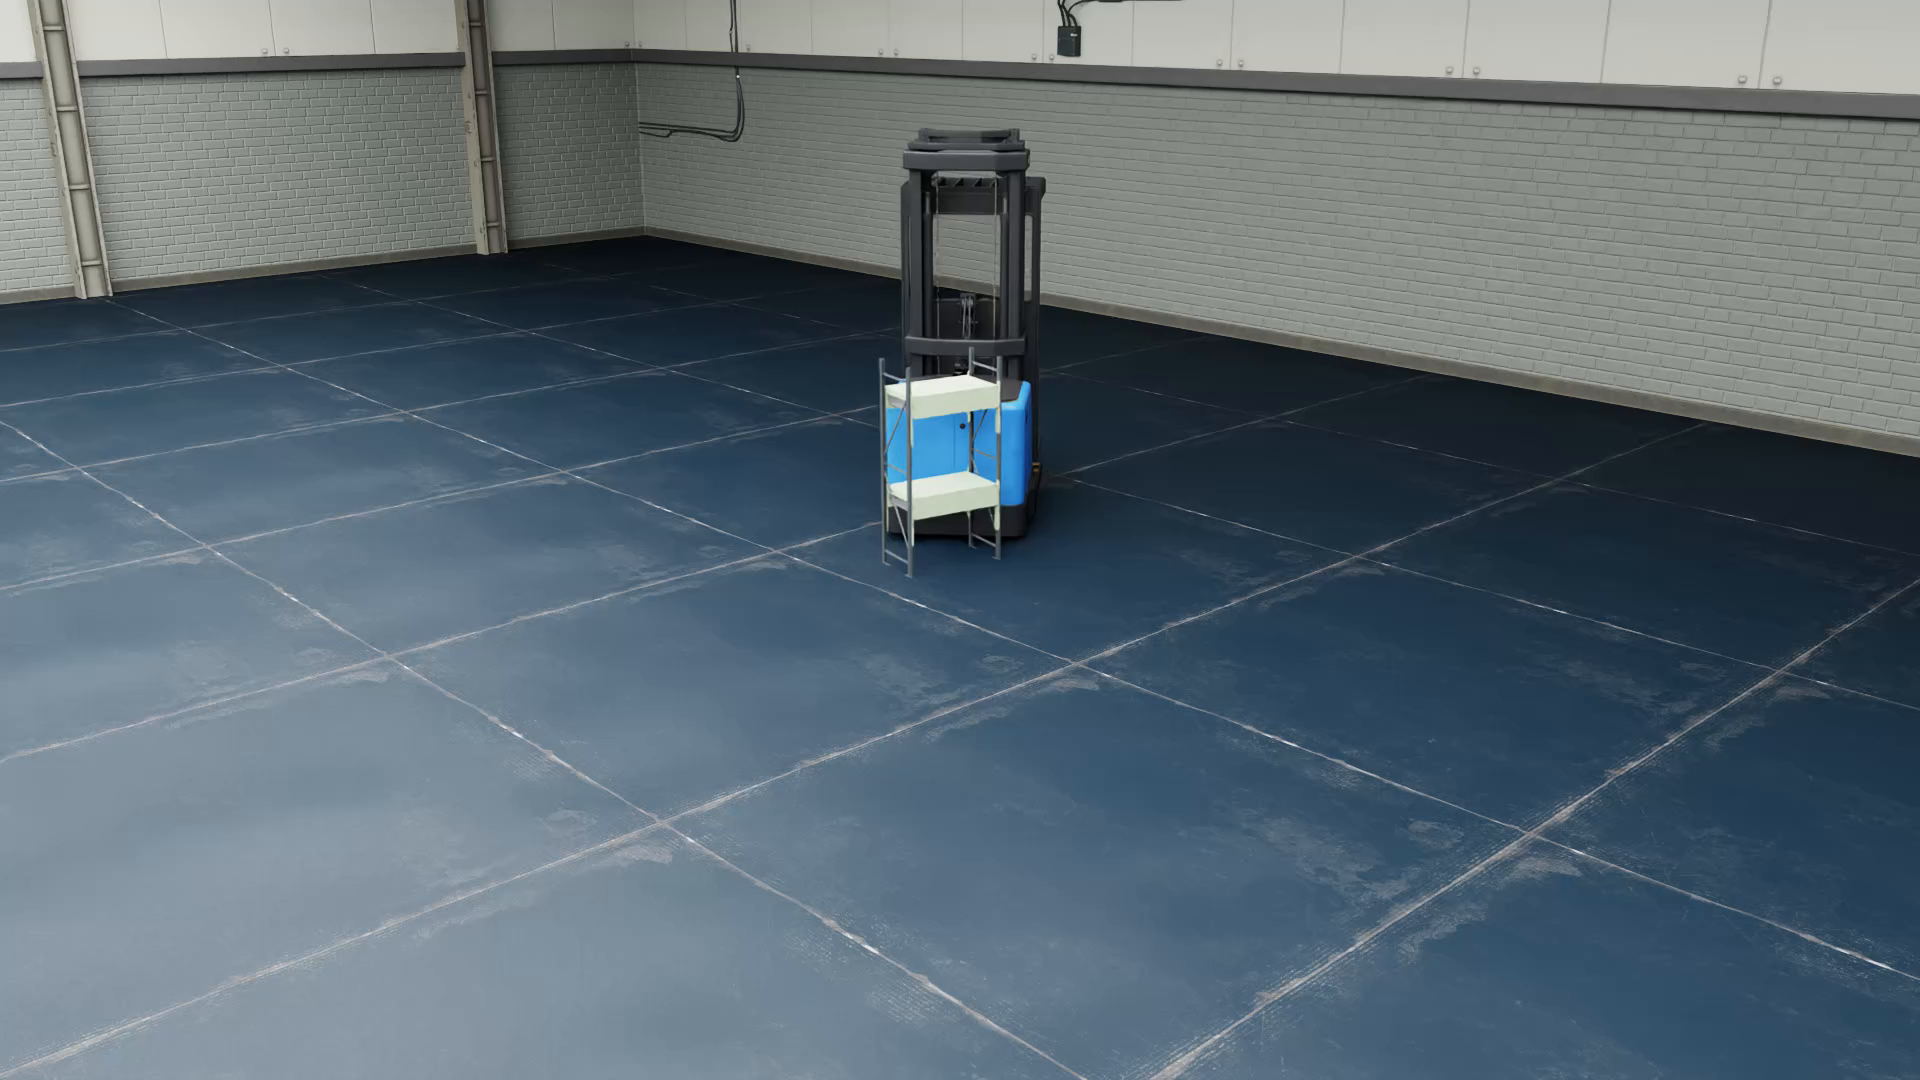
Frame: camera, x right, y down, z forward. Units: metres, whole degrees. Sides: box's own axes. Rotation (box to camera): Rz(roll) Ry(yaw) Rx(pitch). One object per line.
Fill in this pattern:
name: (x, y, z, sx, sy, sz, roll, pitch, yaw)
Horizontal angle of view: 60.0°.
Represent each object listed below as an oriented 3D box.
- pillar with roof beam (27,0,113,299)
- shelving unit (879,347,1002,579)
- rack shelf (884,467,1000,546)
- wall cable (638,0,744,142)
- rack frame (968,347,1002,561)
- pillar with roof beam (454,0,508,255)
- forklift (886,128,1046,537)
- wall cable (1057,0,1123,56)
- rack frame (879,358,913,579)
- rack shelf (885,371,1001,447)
pillar with roof beam: (-8.920, -6.666, 18.453, 0.400, 9.000, 9.100, -16, 24, -41)
shelving unit: (-0.133, -0.553, 11.758, 0.755, 1.500, 0.431, -11, 21, -30)
rack shelf: (-0.133, -0.243, 11.859, 0.720, 0.370, 0.431, -11, 21, -30)
wall cable: (-4.469, -7.753, 26.840, 0.112, 2.526, 3.097, -16, 24, -41)
rack frame: (0.178, -0.613, 11.942, 0.023, 1.500, 0.400, -11, 21, -30)
pillar with roof beam: (-4.561, -7.937, 22.374, 0.400, 9.000, 9.100, -16, 24, -41)
forklift: (0.109, -1.826, 13.366, 1.130, 2.935, 3.031, 2, 18, 5)
wall cable: (2.042, -8.717, 19.265, 0.169, 6.003, 2.305, -16, 24, -41)
rack frame: (-0.444, -0.493, 11.575, 0.023, 1.500, 0.400, -11, 21, -30)
rack shelf: (-0.133, -0.924, 11.638, 0.720, 0.370, 0.431, -11, 21, -30)
